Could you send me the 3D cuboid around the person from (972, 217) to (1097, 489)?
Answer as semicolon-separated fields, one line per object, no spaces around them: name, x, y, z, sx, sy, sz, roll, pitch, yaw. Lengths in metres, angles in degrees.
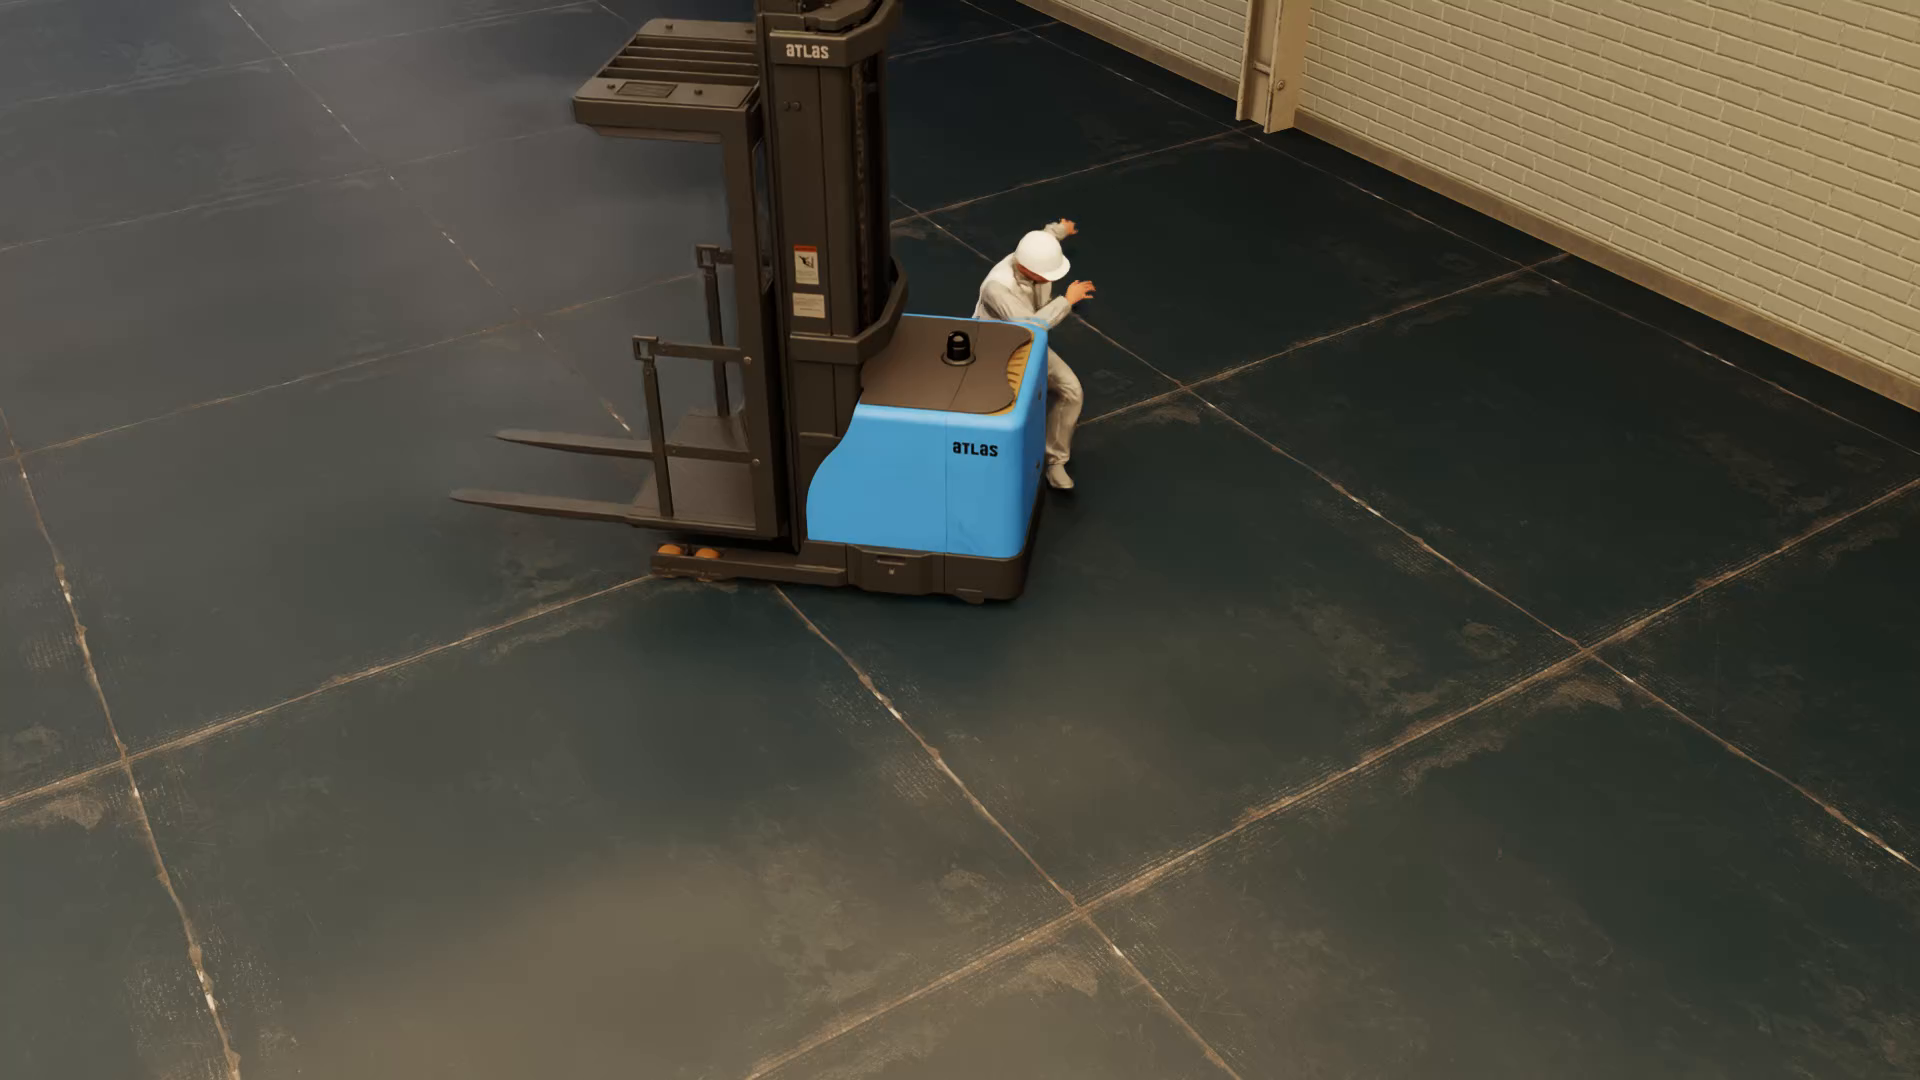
person;0.494;-1.080;9.018;0.839;1.456;1.278;27;43;33

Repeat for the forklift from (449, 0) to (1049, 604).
forklift;-1.107;-1.282;7.972;3.031;2.935;1.130;6;35;8
